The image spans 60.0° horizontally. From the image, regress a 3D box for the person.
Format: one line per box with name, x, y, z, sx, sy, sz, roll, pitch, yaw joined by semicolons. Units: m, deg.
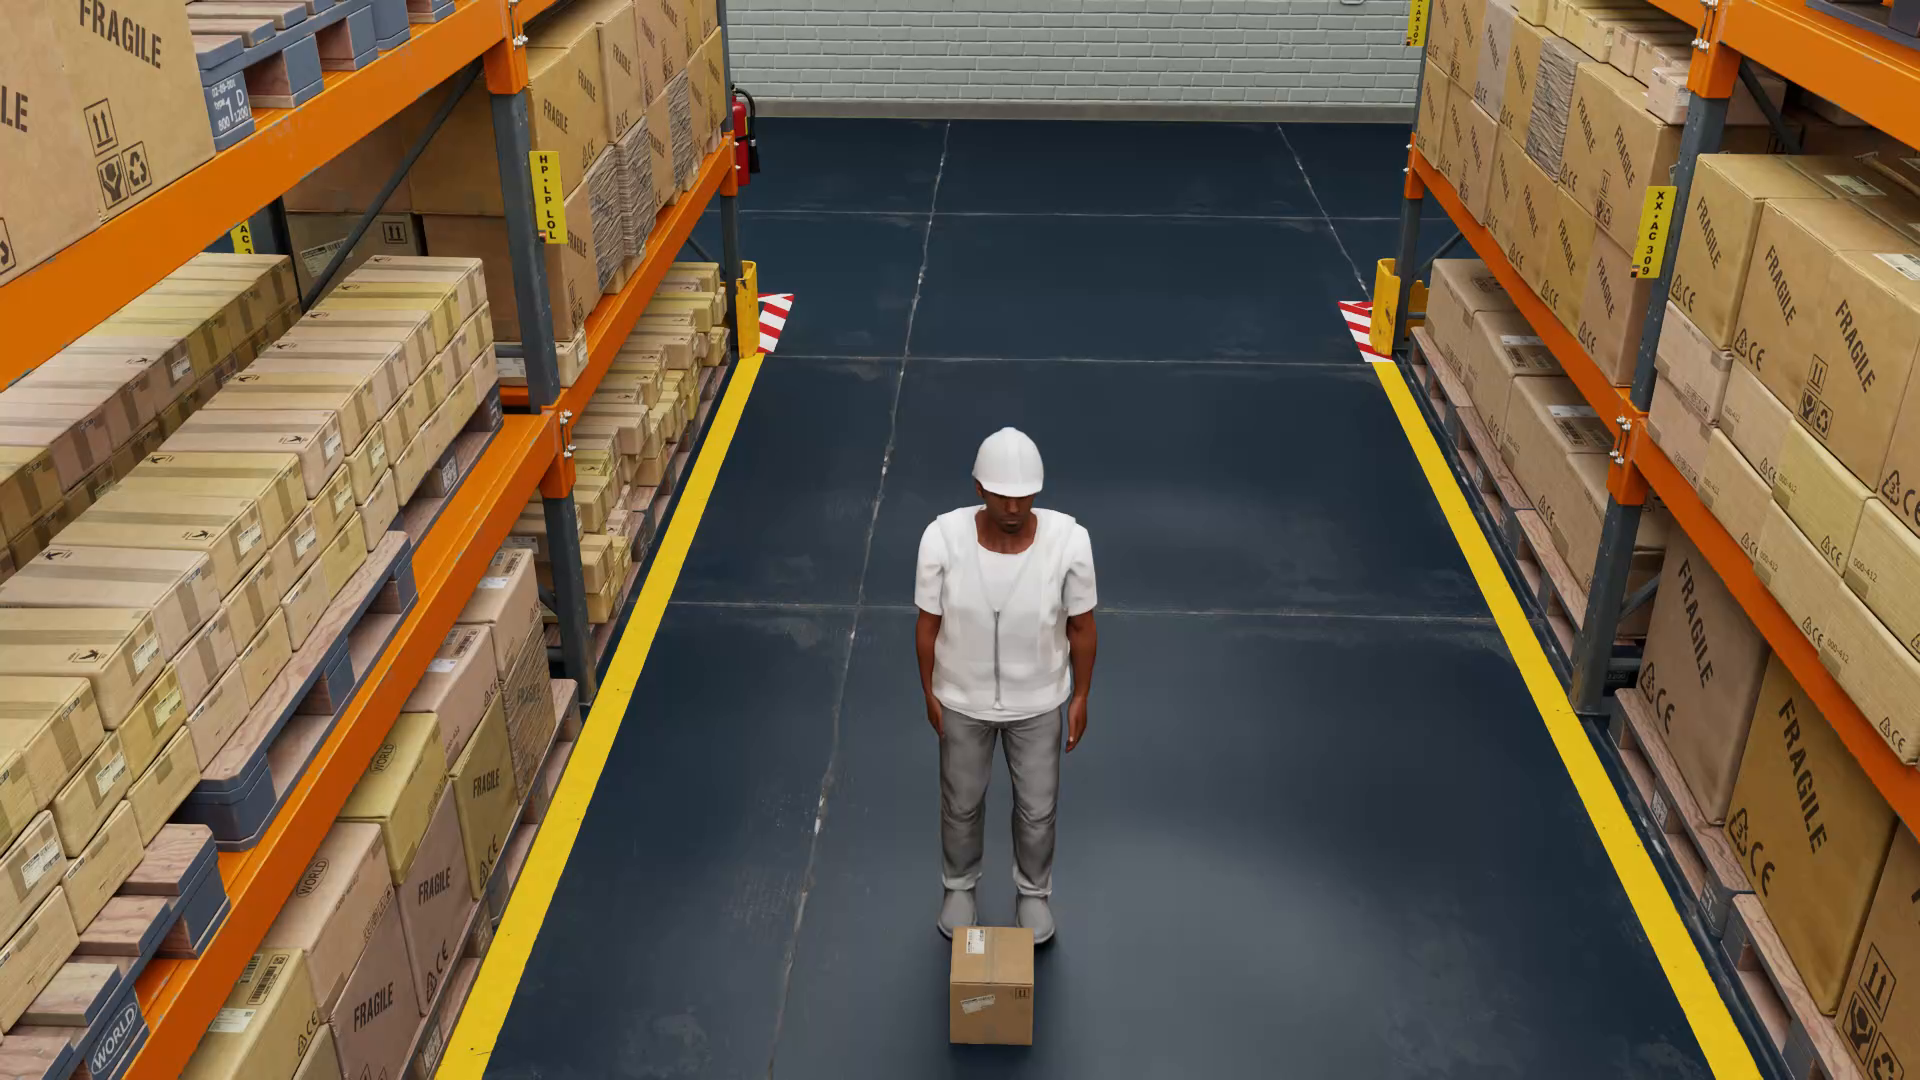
person;0.138;0.481;5.189;0.563;1.762;0.360;2;28;3
